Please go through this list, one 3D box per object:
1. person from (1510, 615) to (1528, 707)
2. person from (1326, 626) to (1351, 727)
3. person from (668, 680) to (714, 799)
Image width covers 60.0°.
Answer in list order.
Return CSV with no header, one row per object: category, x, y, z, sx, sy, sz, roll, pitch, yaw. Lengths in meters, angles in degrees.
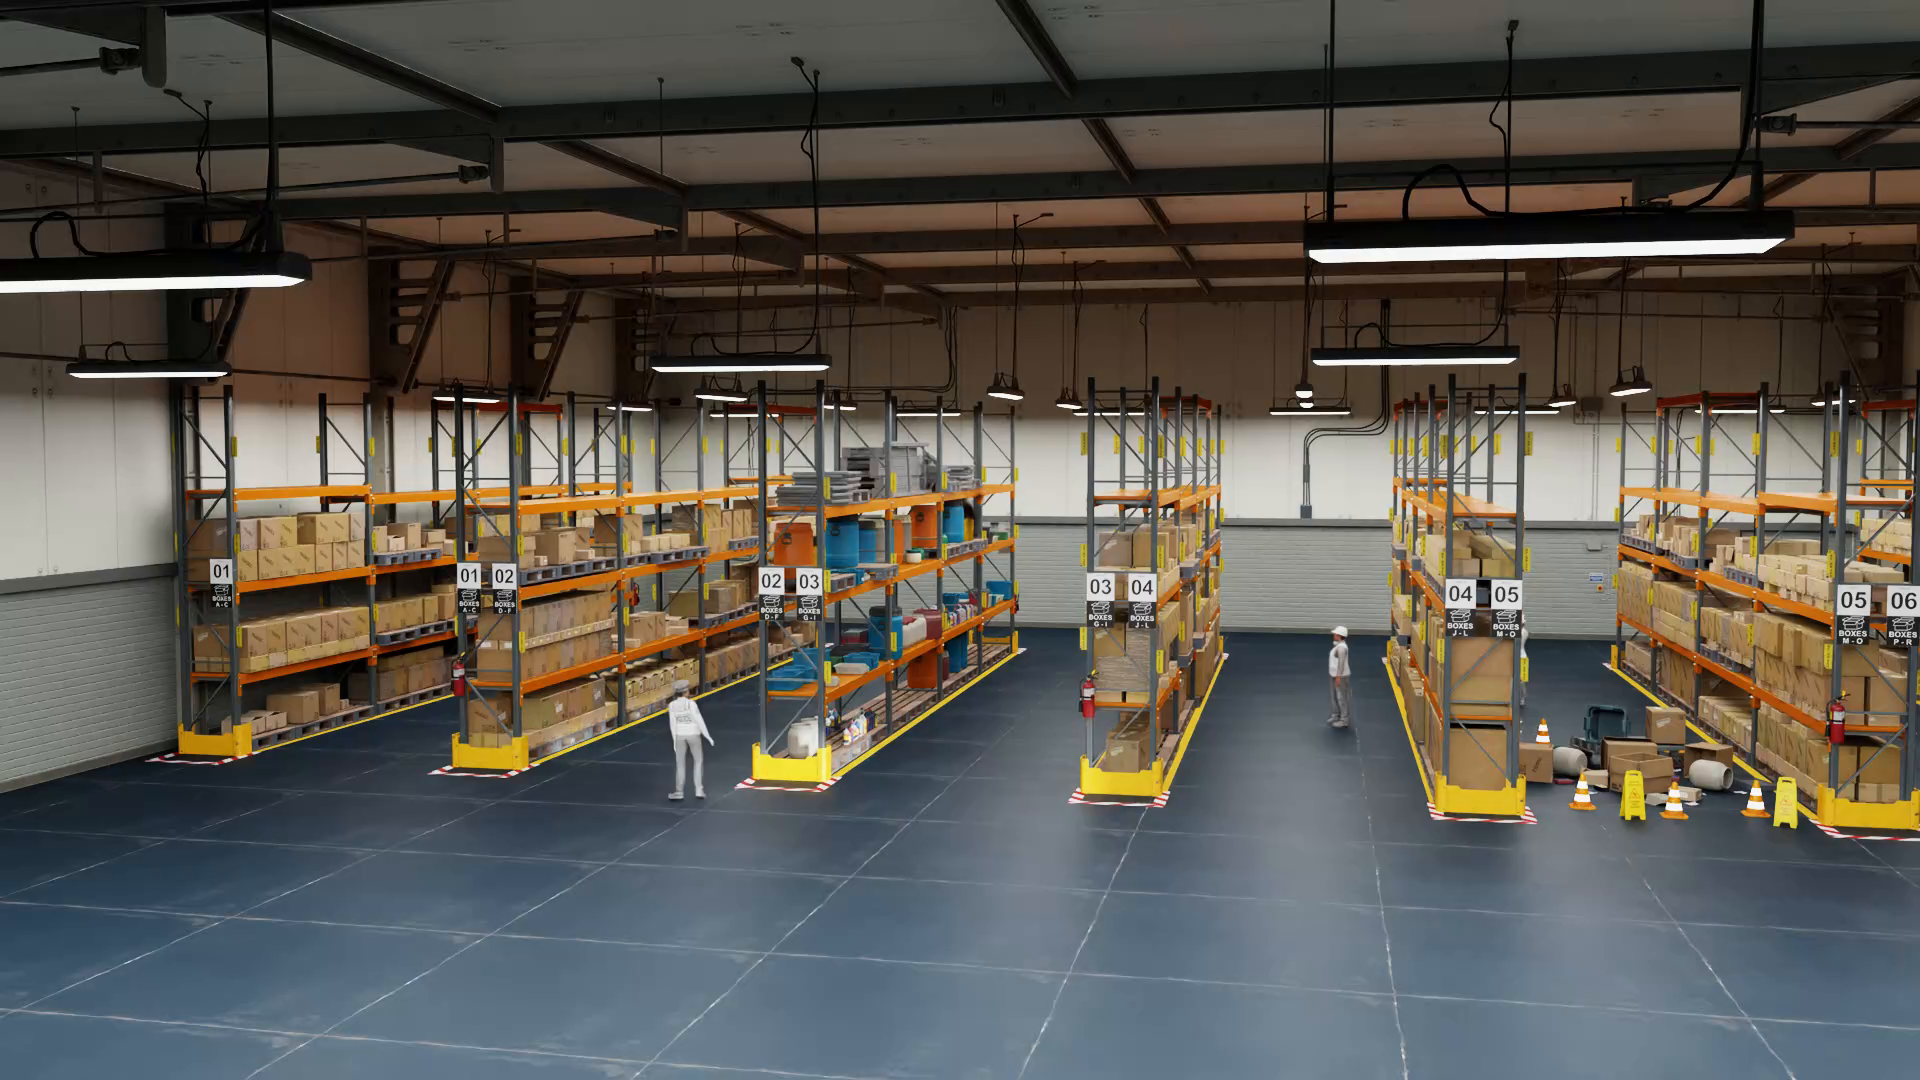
person,10.732,2.320,32.147,0.627,1.792,0.431,-2,4,-33
person,6.799,2.435,29.857,0.390,1.781,0.577,0,3,-5
person,-3.809,2.836,23.609,0.650,1.703,0.432,1,3,11
